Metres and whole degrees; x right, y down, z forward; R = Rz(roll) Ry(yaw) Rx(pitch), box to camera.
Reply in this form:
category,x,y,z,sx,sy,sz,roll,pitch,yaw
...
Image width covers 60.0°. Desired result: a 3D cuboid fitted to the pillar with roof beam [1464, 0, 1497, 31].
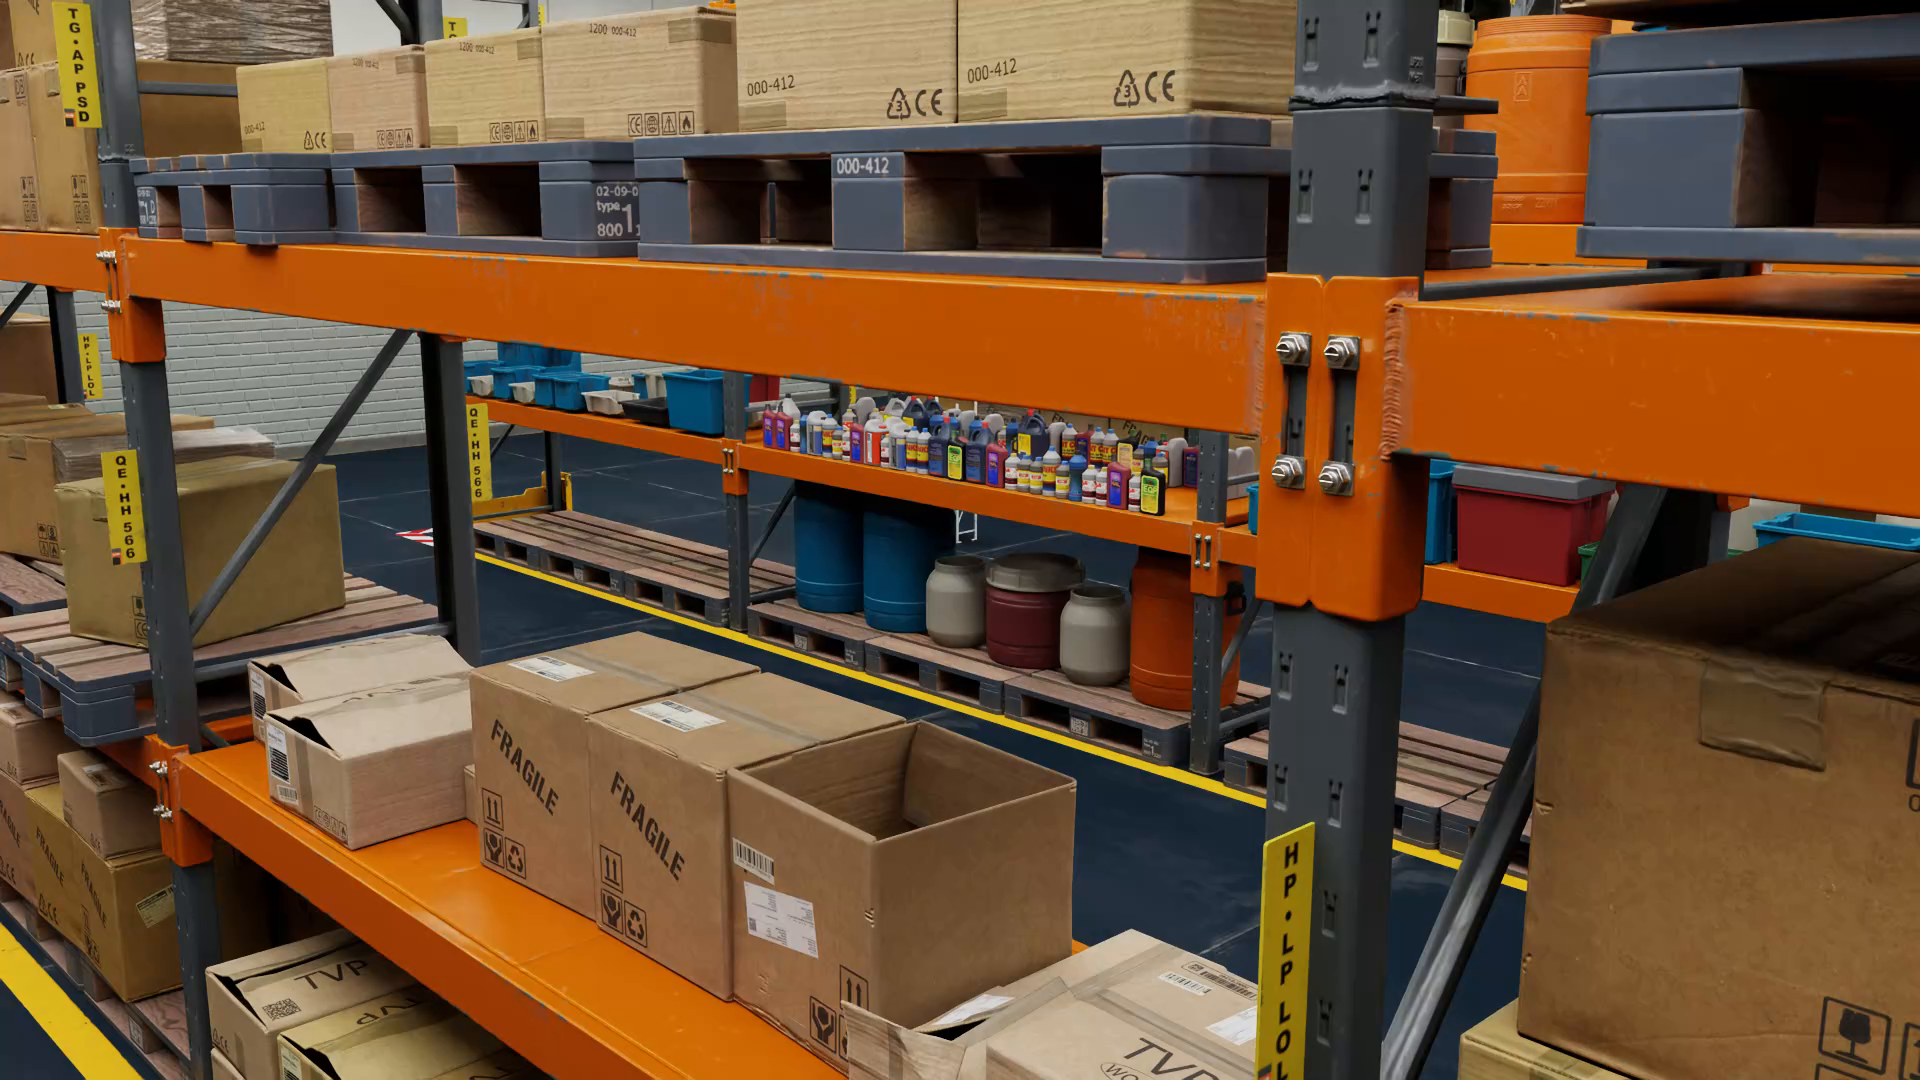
category,x,y,z,sx,sy,sz,roll,pitch,yaw
pillar with roof beam,6.074,-7.120,26.668,9.100,9.000,0.548,-11,16,-43

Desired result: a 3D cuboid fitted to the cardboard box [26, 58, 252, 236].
category,x,y,z,sx,sy,sz,roll,pitch,yaw
cardboard box,-2.326,-1.219,5.211,0.910,0.500,0.500,-11,16,-43

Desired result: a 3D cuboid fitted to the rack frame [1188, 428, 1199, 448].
category,x,y,z,sx,sy,sz,roll,pitch,yaw
rack frame,2.405,-1.605,14.769,1.000,3.000,0.127,-11,16,-43

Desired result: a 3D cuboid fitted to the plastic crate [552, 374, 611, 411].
category,x,y,z,sx,sy,sz,roll,pitch,yaw
plastic crate,-2.891,-1.128,12.720,0.416,0.233,0.300,-11,16,-43

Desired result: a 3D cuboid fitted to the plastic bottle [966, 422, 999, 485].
category,x,y,z,sx,sy,sz,roll,pitch,yaw
plastic bottle,0.128,-0.502,9.539,0.144,0.351,0.185,-11,16,-43

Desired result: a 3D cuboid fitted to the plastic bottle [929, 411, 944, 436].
category,x,y,z,sx,sy,sz,roll,pitch,yaw
plastic bottle,-0.148,-0.692,10.658,0.097,0.271,0.097,0,12,0

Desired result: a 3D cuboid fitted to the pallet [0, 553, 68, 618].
category,x,y,z,sx,sy,sz,roll,pitch,yaw
pallet,-3.346,0.169,6.631,1.003,0.211,1.213,-11,16,-43

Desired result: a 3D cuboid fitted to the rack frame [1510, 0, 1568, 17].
category,x,y,z,sx,sy,sz,roll,pitch,yaw
rack frame,6.062,-5.220,17.447,1.000,3.000,0.127,-11,16,-43

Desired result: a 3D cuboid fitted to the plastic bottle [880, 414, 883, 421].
category,x,y,z,sx,sy,sz,roll,pitch,yaw
plastic bottle,-0.496,-0.732,11.022,0.097,0.201,0.097,0,12,0

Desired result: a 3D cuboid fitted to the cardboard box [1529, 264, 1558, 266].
category,x,y,z,sx,sy,sz,roll,pitch,yaw
cardboard box,8.004,-3.778,22.588,0.500,0.500,0.500,-11,16,-42

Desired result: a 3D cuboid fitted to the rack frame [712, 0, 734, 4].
category,x,y,z,sx,sy,sz,roll,pitch,yaw
rack frame,-1.177,-3.853,10.813,1.000,3.000,0.127,-11,16,-43

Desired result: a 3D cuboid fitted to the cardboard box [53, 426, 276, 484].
category,x,y,z,sx,sy,sz,roll,pitch,yaw
cardboard box,-3.010,-0.132,6.332,0.700,0.500,0.500,-7,14,-32

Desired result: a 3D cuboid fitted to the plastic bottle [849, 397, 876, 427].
category,x,y,z,sx,sy,sz,roll,pitch,yaw
plastic bottle,-0.671,-0.842,11.371,0.152,0.276,0.135,-11,16,-43

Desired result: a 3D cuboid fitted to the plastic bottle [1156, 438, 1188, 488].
category,x,y,z,sx,sy,sz,roll,pitch,yaw
plastic bottle,1.201,-0.446,9.451,0.152,0.276,0.135,-11,16,-43

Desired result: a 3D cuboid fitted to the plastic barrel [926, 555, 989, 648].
category,x,y,z,sx,sy,sz,roll,pitch,yaw
plastic barrel,0.000,0.378,10.268,0.421,0.512,0.421,0,12,0

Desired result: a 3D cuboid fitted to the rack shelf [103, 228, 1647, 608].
category,x,y,z,sx,sy,sz,roll,pitch,yaw
rack shelf,-0.619,-0.466,3.591,1.077,0.370,4.000,-11,16,-43

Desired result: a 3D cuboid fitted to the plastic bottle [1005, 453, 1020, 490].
category,x,y,z,sx,sy,sz,roll,pitch,yaw
plastic bottle,0.301,-0.386,9.344,0.097,0.201,0.097,0,12,0

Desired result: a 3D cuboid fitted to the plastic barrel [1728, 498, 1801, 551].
category,x,y,z,sx,sy,sz,roll,pitch,yaw
plastic barrel,3.339,-0.091,7.084,0.433,0.535,0.433,0,12,0

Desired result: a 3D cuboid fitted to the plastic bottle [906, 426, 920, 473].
category,x,y,z,sx,sy,sz,roll,pitch,yaw
plastic bottle,-0.273,-0.542,9.925,0.097,0.271,0.097,0,12,0

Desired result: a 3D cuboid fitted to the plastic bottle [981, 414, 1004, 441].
category,x,y,z,sx,sy,sz,roll,pitch,yaw
plastic bottle,0.182,-0.661,10.495,0.152,0.276,0.135,-11,16,-43

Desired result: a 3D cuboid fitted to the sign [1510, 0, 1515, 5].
category,x,y,z,sx,sy,sz,roll,pitch,yaw
sign,5.657,-5.643,16.990,0.100,0.325,0.005,-11,16,-43

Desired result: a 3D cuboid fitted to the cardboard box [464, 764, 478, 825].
category,x,y,z,sx,sy,sz,roll,pitch,yaw
cardboard box,-1.079,0.660,4.398,0.380,0.149,0.250,-9,15,-38

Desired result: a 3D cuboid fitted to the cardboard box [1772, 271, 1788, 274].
category,x,y,z,sx,sy,sz,roll,pitch,yaw
cardboard box,10.040,-3.350,20.513,0.500,0.500,0.500,-11,16,-43

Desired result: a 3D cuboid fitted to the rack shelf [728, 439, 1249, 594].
category,x,y,z,sx,sy,sz,roll,pitch,yaw
rack shelf,0.204,-0.271,10.075,1.077,0.370,4.000,-11,16,-43

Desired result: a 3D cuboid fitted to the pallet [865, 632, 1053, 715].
category,x,y,z,sx,sy,sz,roll,pitch,yaw
pallet,0.172,0.747,10.261,1.003,0.211,1.213,-11,16,-43

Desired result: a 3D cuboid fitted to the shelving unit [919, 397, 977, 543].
category,x,y,z,sx,sy,sz,roll,pitch,yaw
shelving unit,-0.114,-0.612,14.408,0.258,1.200,0.503,-11,16,-43

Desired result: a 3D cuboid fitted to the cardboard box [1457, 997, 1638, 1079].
category,x,y,z,sx,sy,sz,roll,pitch,yaw
cardboard box,0.808,0.642,2.007,0.380,0.149,0.250,-11,16,-43

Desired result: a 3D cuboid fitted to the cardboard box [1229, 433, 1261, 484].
category,x,y,z,sx,sy,sz,roll,pitch,yaw
cardboard box,2.861,-0.680,14.501,1.225,0.875,0.875,-11,16,-42

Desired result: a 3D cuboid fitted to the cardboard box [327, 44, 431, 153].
category,x,y,z,sx,sy,sz,roll,pitch,yaw
cardboard box,-1.271,-1.110,4.265,0.500,0.250,0.500,-10,16,-41

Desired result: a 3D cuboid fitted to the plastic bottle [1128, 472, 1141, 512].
category,x,y,z,sx,sy,sz,roll,pitch,yaw
plastic bottle,0.931,-0.253,8.697,0.097,0.201,0.097,0,12,0

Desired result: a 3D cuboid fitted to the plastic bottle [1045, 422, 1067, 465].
category,x,y,z,sx,sy,sz,roll,pitch,yaw
plastic bottle,0.562,-0.581,10.105,0.152,0.276,0.135,-11,16,-43

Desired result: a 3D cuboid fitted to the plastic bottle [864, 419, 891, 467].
category,x,y,z,sx,sy,sz,roll,pitch,yaw
plastic bottle,-0.494,-0.598,10.190,0.152,0.276,0.135,-11,16,-43

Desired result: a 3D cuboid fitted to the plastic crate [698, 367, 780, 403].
category,x,y,z,sx,sy,sz,roll,pitch,yaw
plastic crate,-1.612,-1.141,12.208,0.402,0.464,0.583,-11,16,-43

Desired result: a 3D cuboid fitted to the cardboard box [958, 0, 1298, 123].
category,x,y,z,sx,sy,sz,roll,pitch,yaw
cardboard box,0.344,-0.750,2.517,0.500,0.250,0.500,-9,15,-37

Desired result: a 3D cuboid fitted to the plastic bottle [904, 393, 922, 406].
category,x,y,z,sx,sy,sz,roll,pitch,yaw
plastic bottle,-0.306,-0.802,10.994,0.144,0.351,0.185,-11,16,-43

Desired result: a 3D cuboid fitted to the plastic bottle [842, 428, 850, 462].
category,x,y,z,sx,sy,sz,roll,pitch,yaw
plastic bottle,-0.686,-0.594,10.355,0.097,0.201,0.097,0,12,0

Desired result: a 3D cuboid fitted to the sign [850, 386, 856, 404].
category,x,y,z,sx,sy,sz,roll,pitch,yaw
sign,-0.778,-1.127,11.762,0.100,0.325,0.005,-11,16,-43

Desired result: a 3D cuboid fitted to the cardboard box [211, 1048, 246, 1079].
category,x,y,z,sx,sy,sz,roll,pitch,yaw
cardboard box,-1.851,1.617,4.903,0.500,0.250,0.500,-11,16,-43

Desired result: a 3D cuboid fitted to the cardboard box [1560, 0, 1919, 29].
category,x,y,z,sx,sy,sz,roll,pitch,yaw
cardboard box,0.919,-0.740,1.500,0.500,0.500,0.500,-9,15,-38

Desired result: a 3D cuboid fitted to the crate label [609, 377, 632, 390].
category,x,y,z,sx,sy,sz,roll,pitch,yaw
crate label,-2.846,-1.224,13.422,0.396,0.136,0.243,-11,16,-43

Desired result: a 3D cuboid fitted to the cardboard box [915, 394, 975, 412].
category,x,y,z,sx,sy,sz,roll,pitch,yaw
cardboard box,0.142,-1.272,17.375,0.875,0.875,0.875,-11,16,-43

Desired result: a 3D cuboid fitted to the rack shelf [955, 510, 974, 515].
category,x,y,z,sx,sy,sz,roll,pitch,yaw
rack shelf,-0.114,-0.314,14.469,0.258,0.148,0.480,-11,16,-43

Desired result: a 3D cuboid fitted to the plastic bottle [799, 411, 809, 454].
category,x,y,z,sx,sy,sz,roll,pitch,yaw
plastic bottle,-0.980,-0.691,10.651,0.097,0.271,0.097,0,12,0

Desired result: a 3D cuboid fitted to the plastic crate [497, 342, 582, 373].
category,x,y,z,sx,sy,sz,roll,pitch,yaw
plastic crate,-3.573,-1.523,14.132,0.616,0.435,0.499,-11,16,-43

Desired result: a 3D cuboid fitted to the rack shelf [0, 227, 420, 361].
category,x,y,z,sx,sy,sz,roll,pitch,yaw
rack shelf,-3.381,-1.050,6.424,1.077,0.370,4.000,-11,16,-43

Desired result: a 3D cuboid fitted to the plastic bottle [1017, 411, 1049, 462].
category,x,y,z,sx,sy,sz,roll,pitch,yaw
plastic bottle,0.438,-0.601,10.015,0.144,0.351,0.185,-11,16,-43

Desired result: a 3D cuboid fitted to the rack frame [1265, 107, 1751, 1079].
category,x,y,z,sx,sy,sz,roll,pitch,yaw
rack frame,0.762,0.942,2.404,1.000,3.000,0.127,-11,16,-43

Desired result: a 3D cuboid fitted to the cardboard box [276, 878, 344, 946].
category,x,y,z,sx,sy,sz,roll,pitch,yaw
cardboard box,-2.108,1.261,5.961,0.500,0.500,0.500,-10,15,-40

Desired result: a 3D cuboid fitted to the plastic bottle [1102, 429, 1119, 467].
category,x,y,z,sx,sy,sz,roll,pitch,yaw
plastic bottle,0.889,-0.518,9.810,0.097,0.271,0.097,0,12,0

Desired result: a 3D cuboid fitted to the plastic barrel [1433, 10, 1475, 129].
category,x,y,z,sx,sy,sz,roll,pitch,yaw
plastic barrel,1.995,-1.896,7.503,0.600,0.901,0.600,0,12,0

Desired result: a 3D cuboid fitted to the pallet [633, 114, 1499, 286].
category,x,y,z,sx,sy,sz,roll,pitch,yaw
pallet,0.144,-0.560,2.737,1.217,0.209,0.805,11,16,43

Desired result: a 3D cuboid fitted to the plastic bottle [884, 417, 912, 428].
category,x,y,z,sx,sy,sz,roll,pitch,yaw
plastic bottle,-0.384,-0.620,10.293,0.152,0.276,0.135,-11,16,-43

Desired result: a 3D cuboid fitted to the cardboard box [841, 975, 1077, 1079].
category,x,y,z,sx,sy,sz,roll,pitch,yaw
cardboard box,0.022,0.905,2.916,0.258,0.266,0.396,11,16,44

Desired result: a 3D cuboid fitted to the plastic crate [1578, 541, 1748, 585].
category,x,y,z,sx,sy,sz,roll,pitch,yaw
plastic crate,2.941,0.142,6.816,0.450,0.188,0.662,-11,16,-43

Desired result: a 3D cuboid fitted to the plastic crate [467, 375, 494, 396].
category,x,y,z,sx,sy,sz,roll,pitch,yaw
plastic crate,-3.846,-1.259,13.592,0.250,0.136,0.298,-11,16,-43

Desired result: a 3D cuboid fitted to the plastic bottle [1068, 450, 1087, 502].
category,x,y,z,sx,sy,sz,roll,pitch,yaw
plastic bottle,0.637,-0.349,8.992,0.097,0.271,0.097,0,12,0

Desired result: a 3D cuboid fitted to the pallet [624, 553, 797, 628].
category,x,y,z,sx,sy,sz,roll,pitch,yaw
pallet,-1.713,0.349,12.195,1.003,0.211,1.213,-11,16,-43

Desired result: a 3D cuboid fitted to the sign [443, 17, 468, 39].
category,x,y,z,sx,sy,sz,roll,pitch,yaw
sign,-1.593,-1.479,5.244,0.100,0.325,0.005,-11,16,-43

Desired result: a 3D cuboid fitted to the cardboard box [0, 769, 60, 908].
category,x,y,z,sx,sy,sz,roll,pitch,yaw
cardboard box,-3.540,1.112,6.683,0.500,0.500,0.500,11,16,43
